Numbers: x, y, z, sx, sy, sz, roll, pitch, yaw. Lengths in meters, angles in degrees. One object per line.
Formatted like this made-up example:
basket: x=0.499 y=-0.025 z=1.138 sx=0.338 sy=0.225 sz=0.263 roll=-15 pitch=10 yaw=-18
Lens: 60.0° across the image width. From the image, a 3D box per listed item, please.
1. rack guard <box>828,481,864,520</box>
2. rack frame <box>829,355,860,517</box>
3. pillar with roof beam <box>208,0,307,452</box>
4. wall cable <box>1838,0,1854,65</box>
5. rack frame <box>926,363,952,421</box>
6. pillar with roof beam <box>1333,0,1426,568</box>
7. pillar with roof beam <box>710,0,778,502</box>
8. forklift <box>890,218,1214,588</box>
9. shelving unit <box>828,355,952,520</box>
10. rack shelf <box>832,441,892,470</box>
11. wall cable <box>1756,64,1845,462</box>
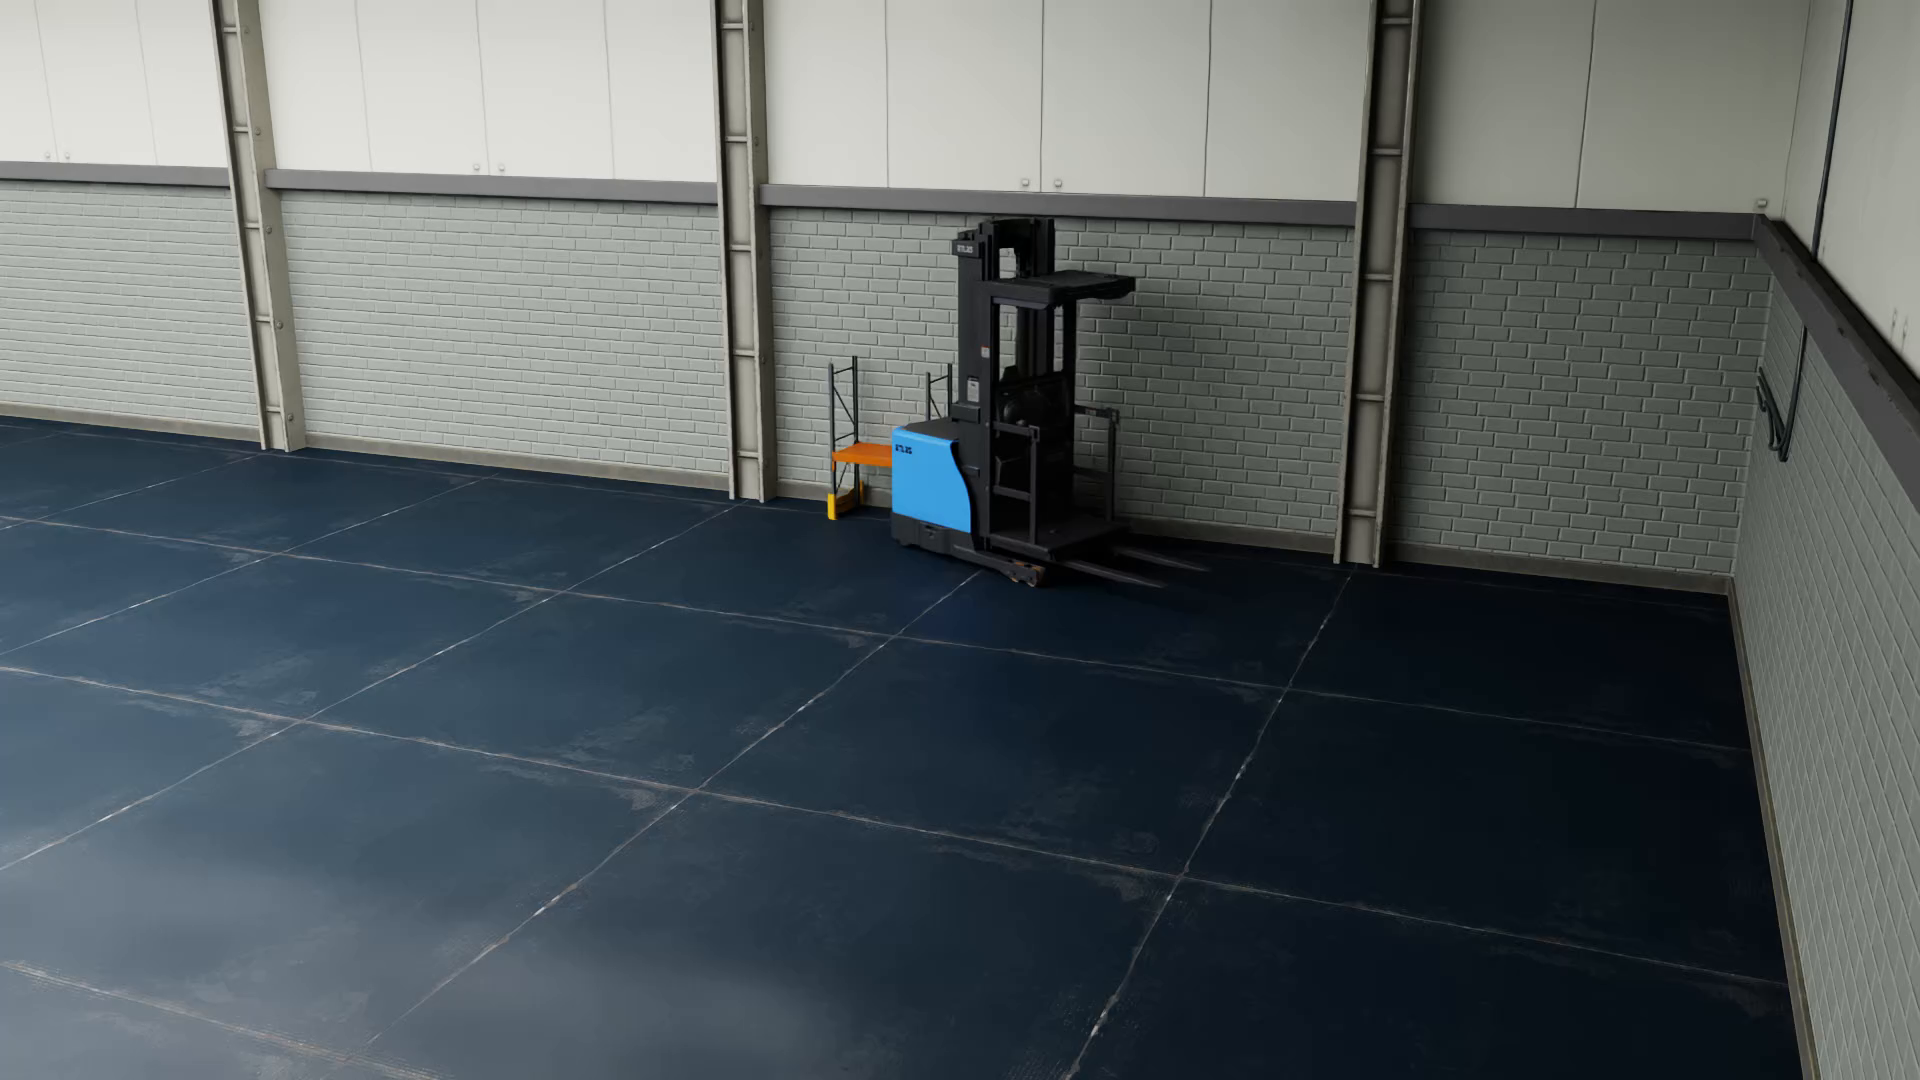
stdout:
rack guard: x=-1.108 y=-0.390 z=16.146 sx=0.087 sy=0.250 sz=0.587 roll=8 pitch=18 yaw=25
rack frame: x=-1.109 y=-0.991 z=15.973 sx=0.032 sy=1.500 sz=0.500 roll=8 pitch=18 yaw=25
pillar with roof beam: x=-9.234 y=-4.251 z=13.754 sx=0.400 sy=9.000 sz=9.100 roll=6 pitch=17 yaw=21
wall cable: x=4.771 y=-3.729 z=8.464 sx=0.112 sy=2.526 sz=3.097 roll=6 pitch=17 yaw=21
rack frame: x=-0.193 y=-0.868 z=15.550 sx=0.032 sy=1.500 sz=0.500 roll=8 pitch=18 yaw=25
pillar with roof beam: x=1.929 y=-3.024 z=9.526 sx=0.400 sy=9.000 sz=9.100 roll=6 pitch=17 yaw=21
pillar with roof beam: x=-3.652 y=-3.638 z=11.640 sx=0.400 sy=9.000 sz=9.100 roll=6 pitch=17 yaw=21
forklift: x=0.772 y=-1.181 z=14.060 sx=3.031 sy=2.935 sz=1.130 roll=15 pitch=22 yaw=42
shelving unit: x=-0.659 y=-0.930 z=15.765 sx=1.083 sy=1.500 sz=0.587 roll=8 pitch=18 yaw=25
rack shelf: x=-0.651 y=-0.757 z=15.811 sx=1.000 sy=0.185 sz=0.538 roll=8 pitch=18 yaw=25
wall cable: x=5.764 y=-2.005 z=11.585 sx=0.112 sy=2.526 sz=3.097 roll=6 pitch=17 yaw=21
